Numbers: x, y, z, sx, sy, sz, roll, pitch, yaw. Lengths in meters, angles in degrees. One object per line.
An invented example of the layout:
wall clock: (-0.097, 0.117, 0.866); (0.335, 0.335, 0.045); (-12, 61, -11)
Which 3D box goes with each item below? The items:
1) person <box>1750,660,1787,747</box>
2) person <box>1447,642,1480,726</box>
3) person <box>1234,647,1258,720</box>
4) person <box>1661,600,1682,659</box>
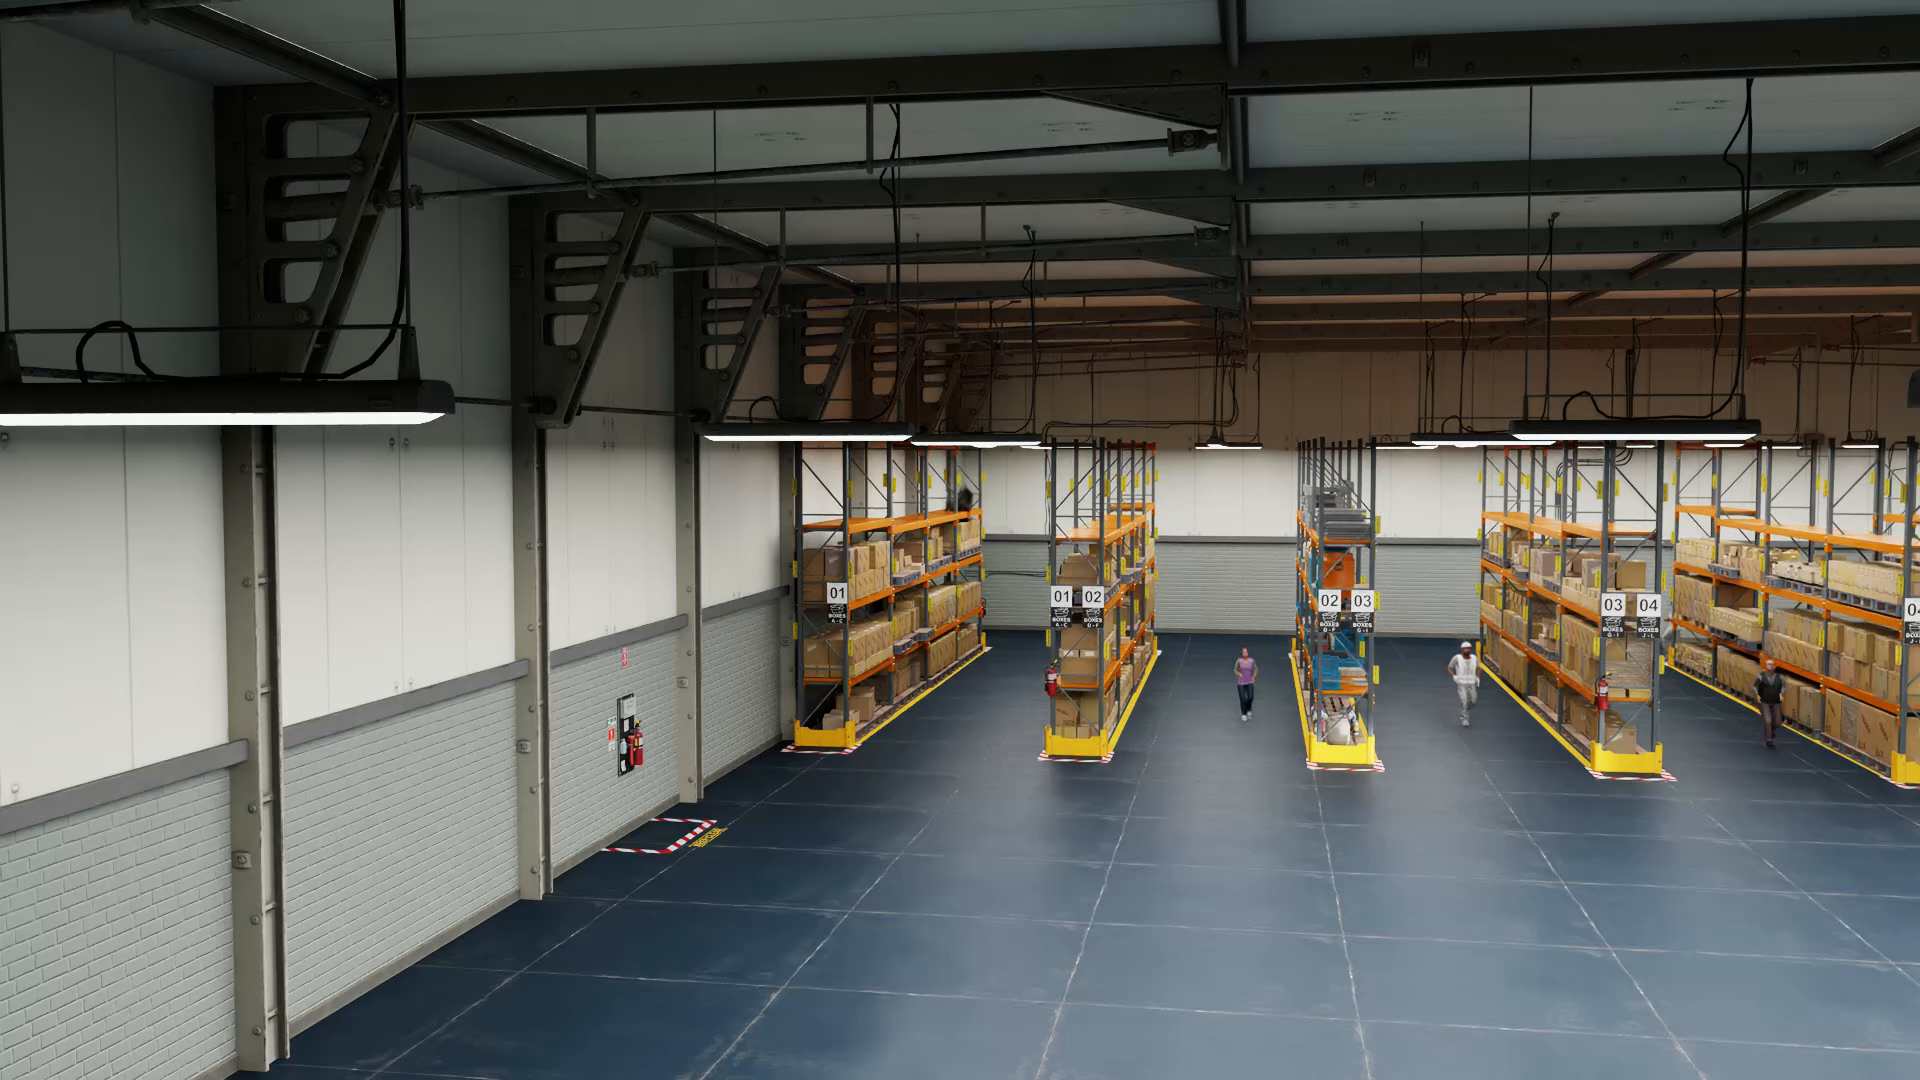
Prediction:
person: (15.746, 3.168, 32.366); (0.652, 1.680, 0.640); (1, 3, 15)
person: (10.574, 3.001, 34.891); (0.703, 1.745, 0.596); (0, 3, -2)
person: (6.066, 3.072, 35.271); (0.522, 1.539, 0.555); (0, 3, 6)
person: (19.596, 2.451, 45.625); (0.653, 1.789, 0.697); (0, 3, 7)
